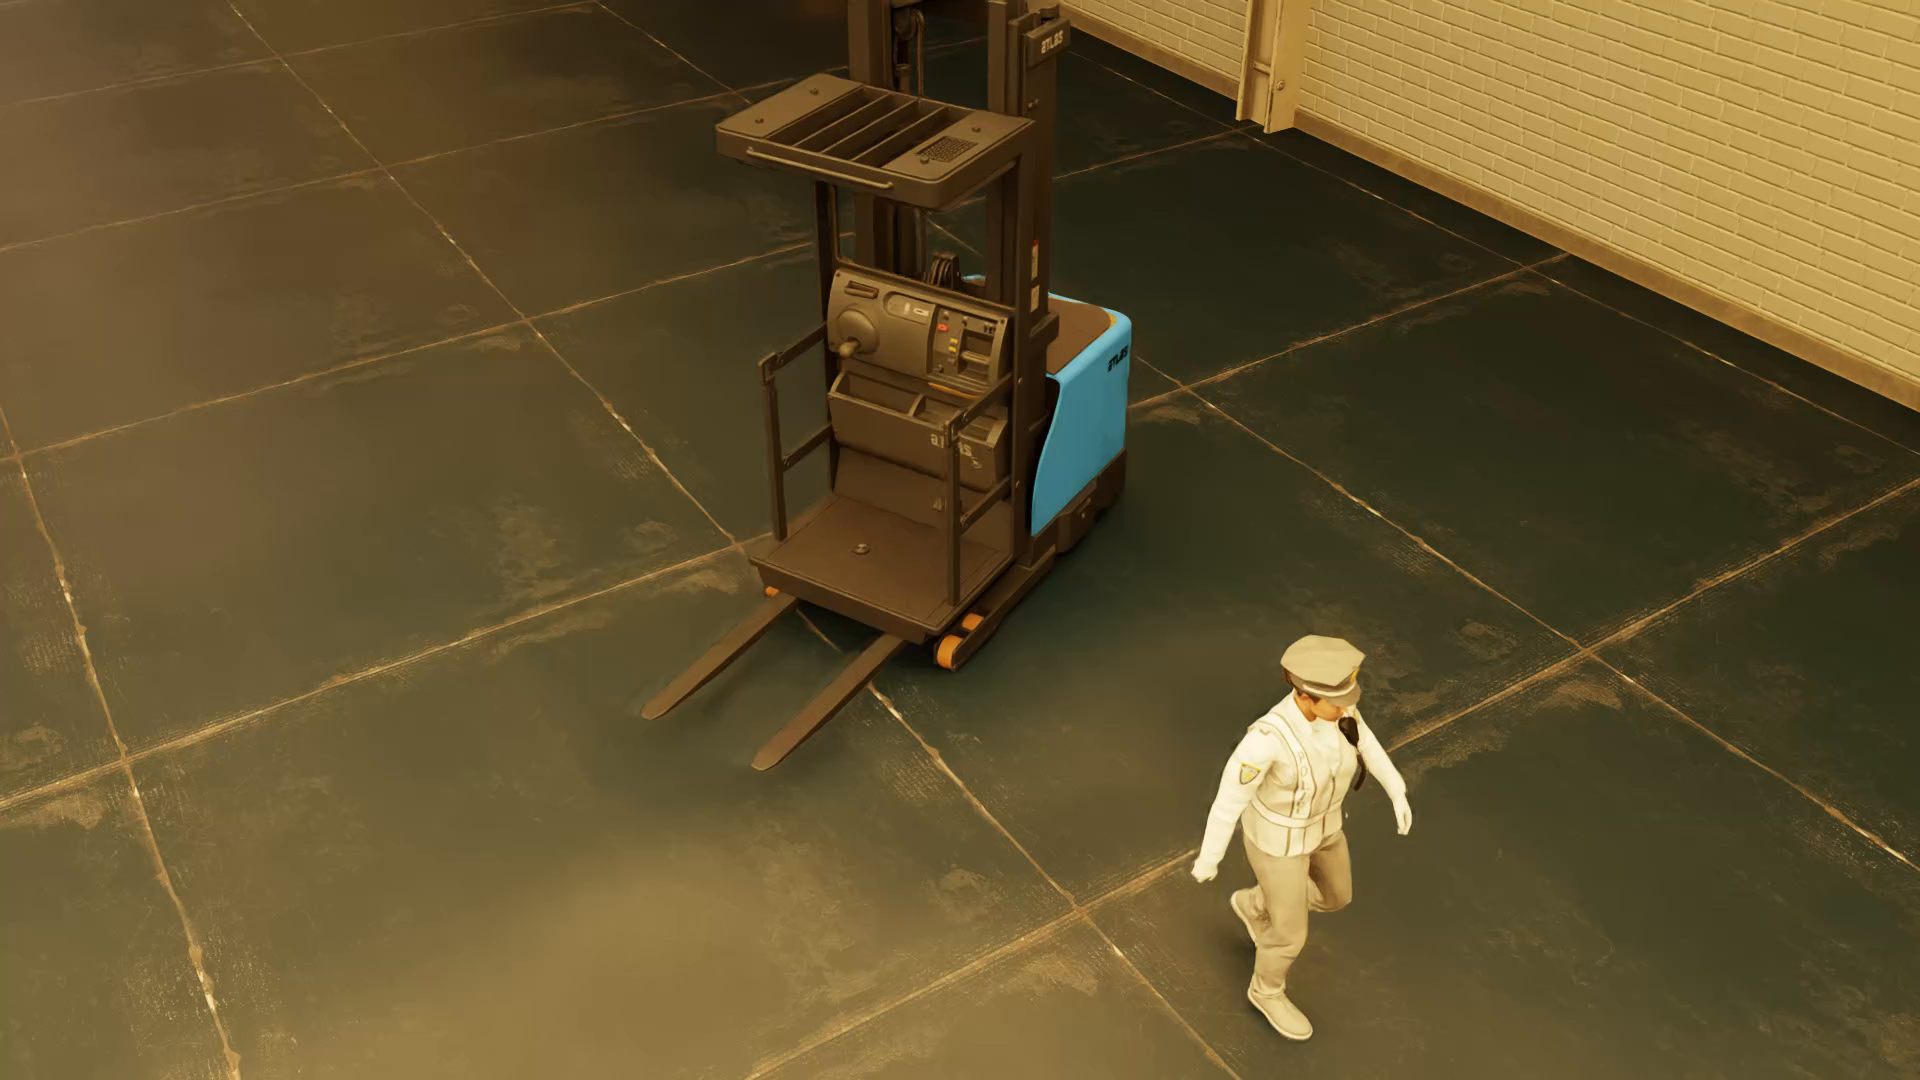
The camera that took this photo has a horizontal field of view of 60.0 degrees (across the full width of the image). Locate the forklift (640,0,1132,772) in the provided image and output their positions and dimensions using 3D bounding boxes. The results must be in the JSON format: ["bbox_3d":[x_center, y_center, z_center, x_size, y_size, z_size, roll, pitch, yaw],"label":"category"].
[{"bbox_3d":[-0.311,-0.893,7.419,1.130,2.935,3.031,20,40,25],"label":"forklift"}]

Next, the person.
[{"bbox_3d":[1.166,1.022,5.815,0.721,1.651,0.538,-29,44,-34],"label":"person"}]
